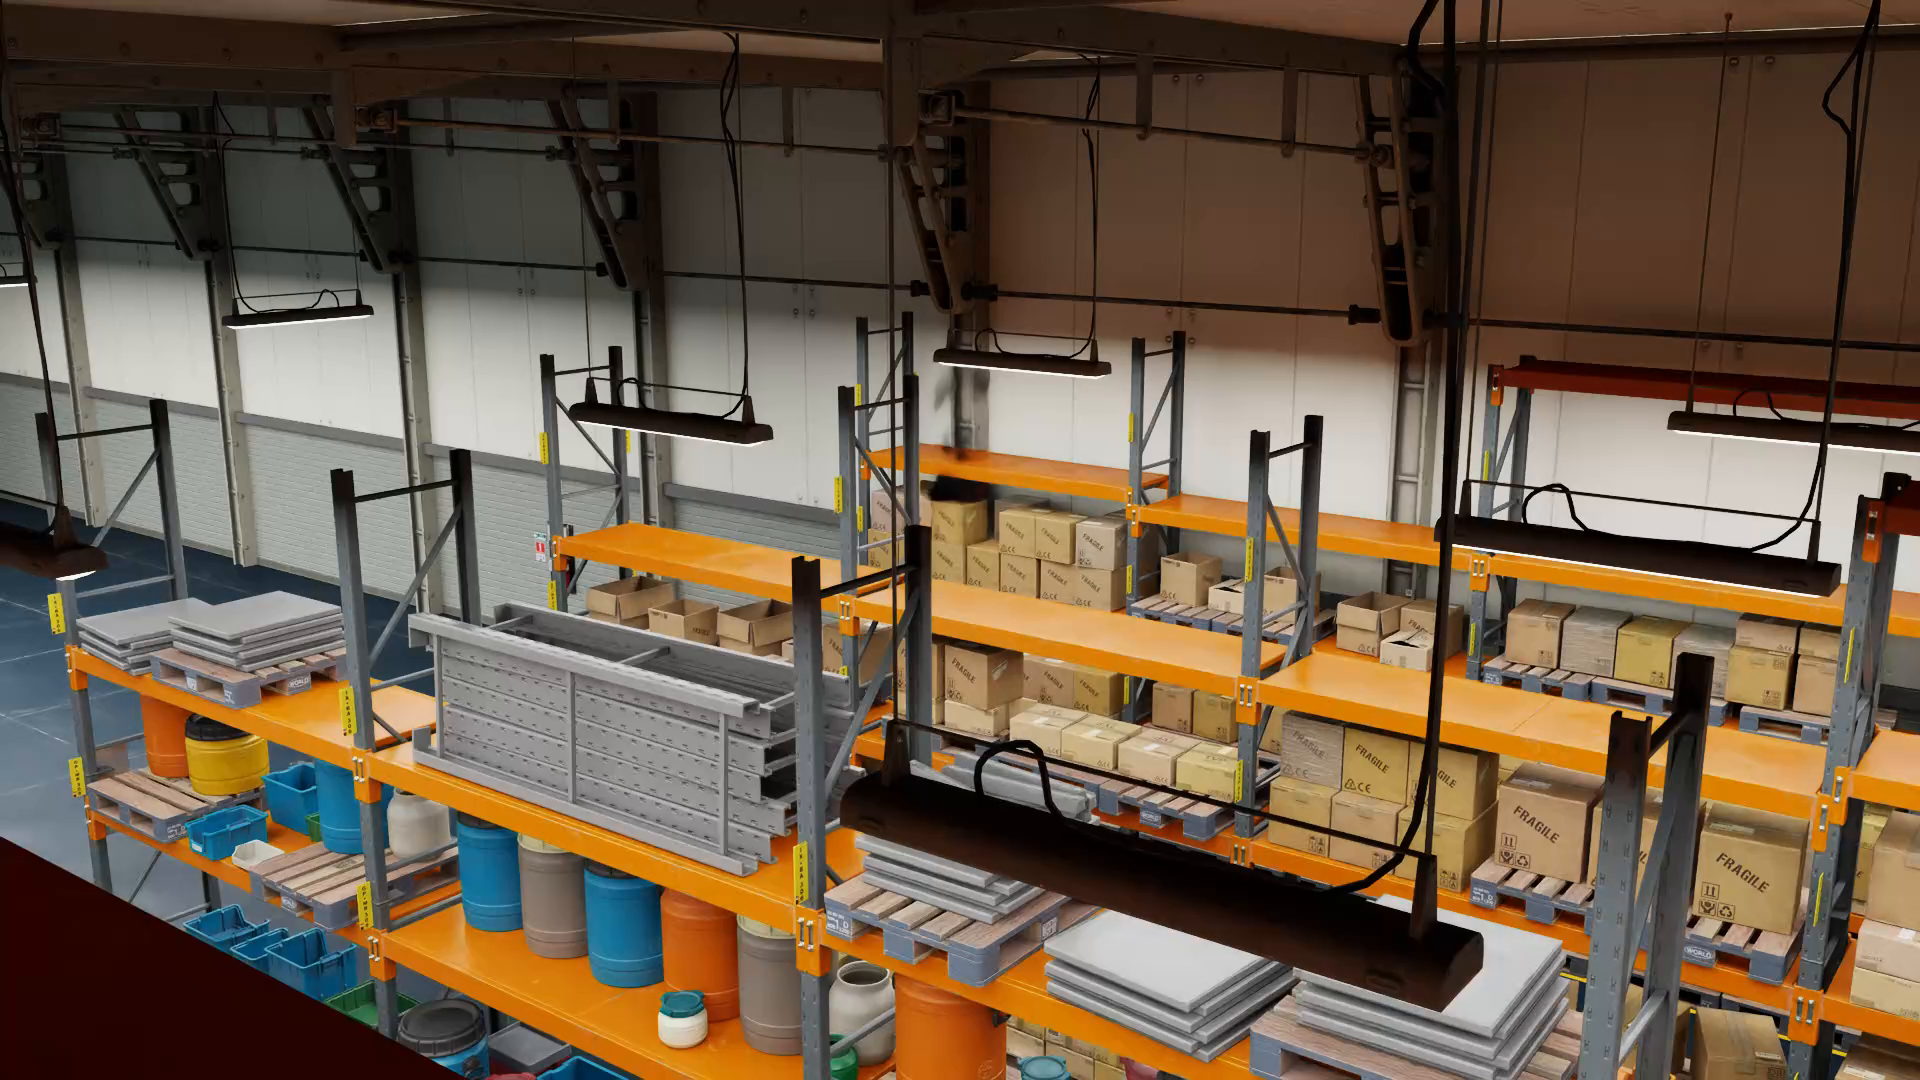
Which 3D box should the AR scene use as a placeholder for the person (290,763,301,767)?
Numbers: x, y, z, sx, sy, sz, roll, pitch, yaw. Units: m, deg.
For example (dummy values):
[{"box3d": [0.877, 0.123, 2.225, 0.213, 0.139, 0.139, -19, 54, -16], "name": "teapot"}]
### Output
[{"box3d": [-6.904, 3.161, 18.060, 1.016, 1.683, 0.574, -8, 15, -30], "name": "person"}]
